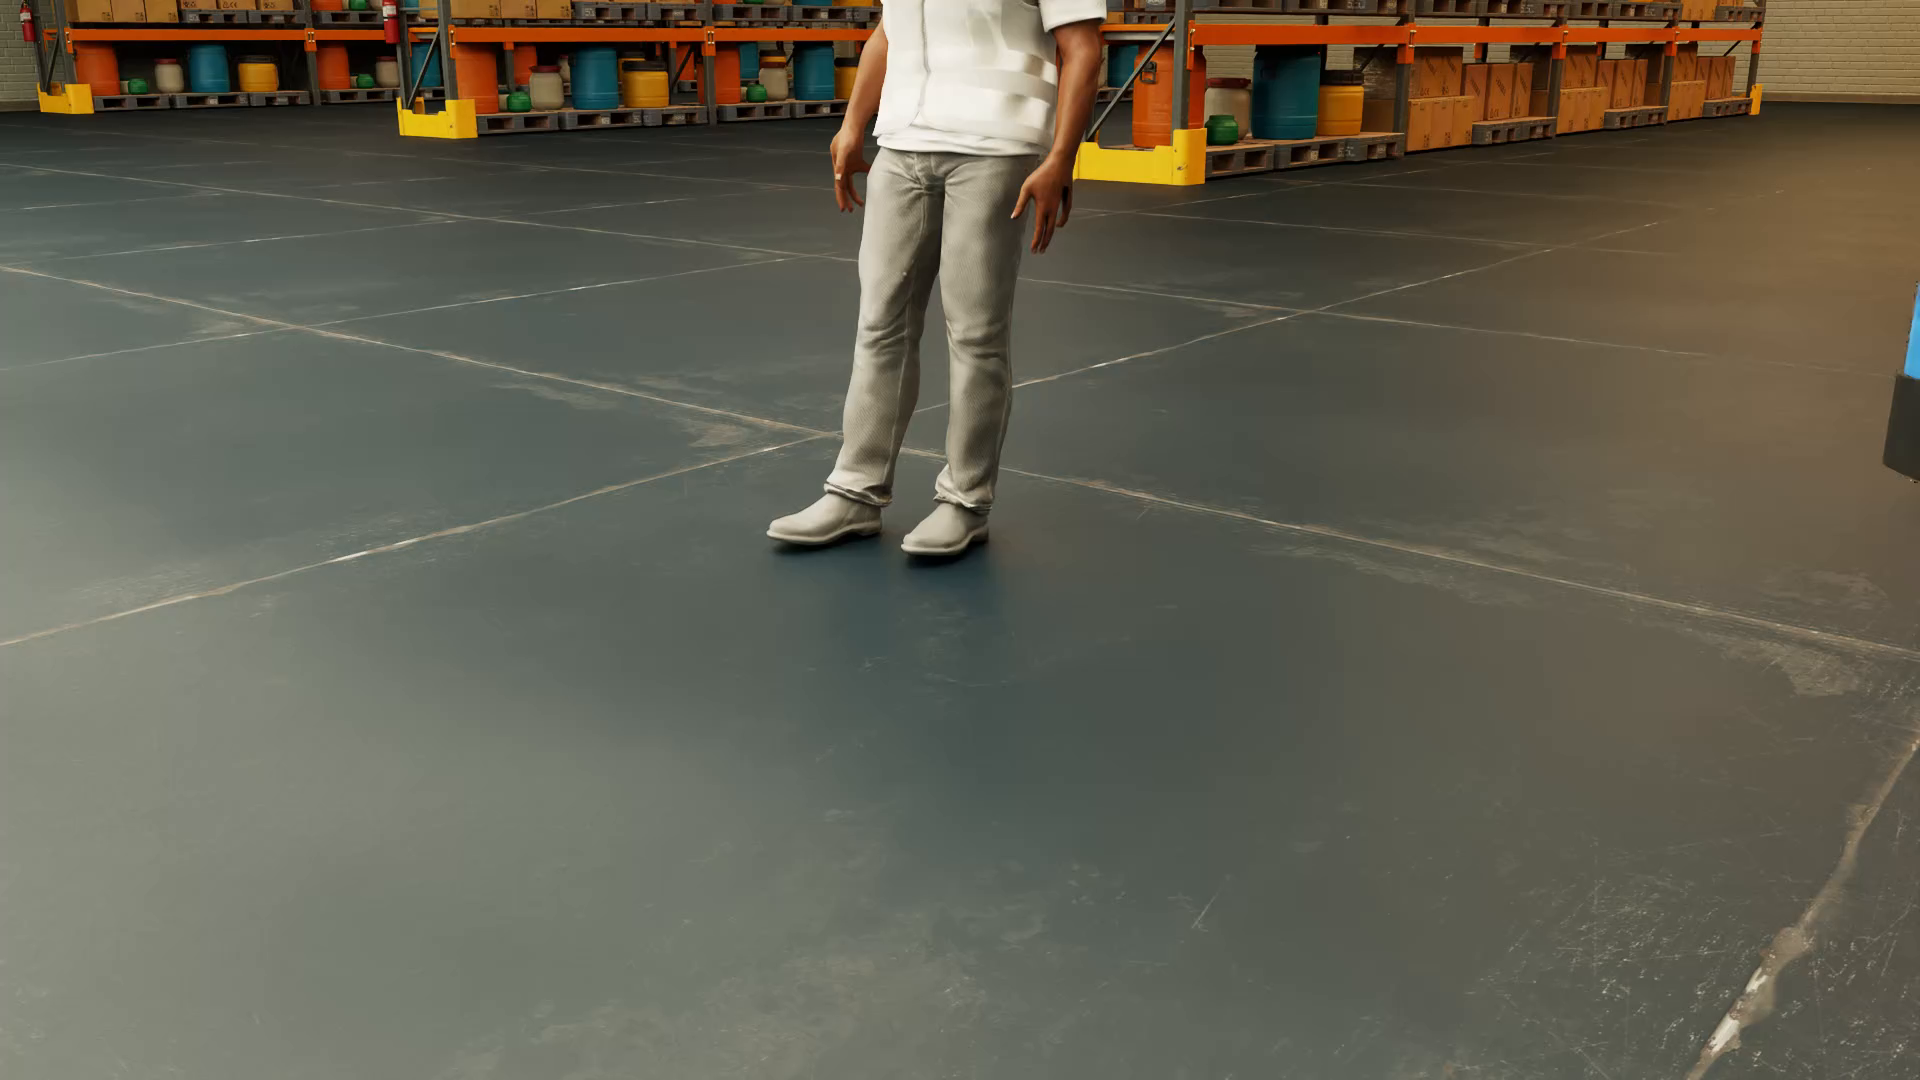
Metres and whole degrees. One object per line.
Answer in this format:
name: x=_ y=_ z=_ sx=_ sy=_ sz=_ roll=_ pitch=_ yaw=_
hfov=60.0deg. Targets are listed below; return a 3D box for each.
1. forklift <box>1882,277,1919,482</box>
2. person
forklift: x=3.914 y=-1.393 z=3.485 sx=3.031 sy=2.935 sz=1.130 roll=0 pitch=17 yaw=1
person: x=-0.049 y=-0.838 z=3.636 sx=0.666 sy=1.765 sz=0.577 roll=13 pitch=21 yaw=37
